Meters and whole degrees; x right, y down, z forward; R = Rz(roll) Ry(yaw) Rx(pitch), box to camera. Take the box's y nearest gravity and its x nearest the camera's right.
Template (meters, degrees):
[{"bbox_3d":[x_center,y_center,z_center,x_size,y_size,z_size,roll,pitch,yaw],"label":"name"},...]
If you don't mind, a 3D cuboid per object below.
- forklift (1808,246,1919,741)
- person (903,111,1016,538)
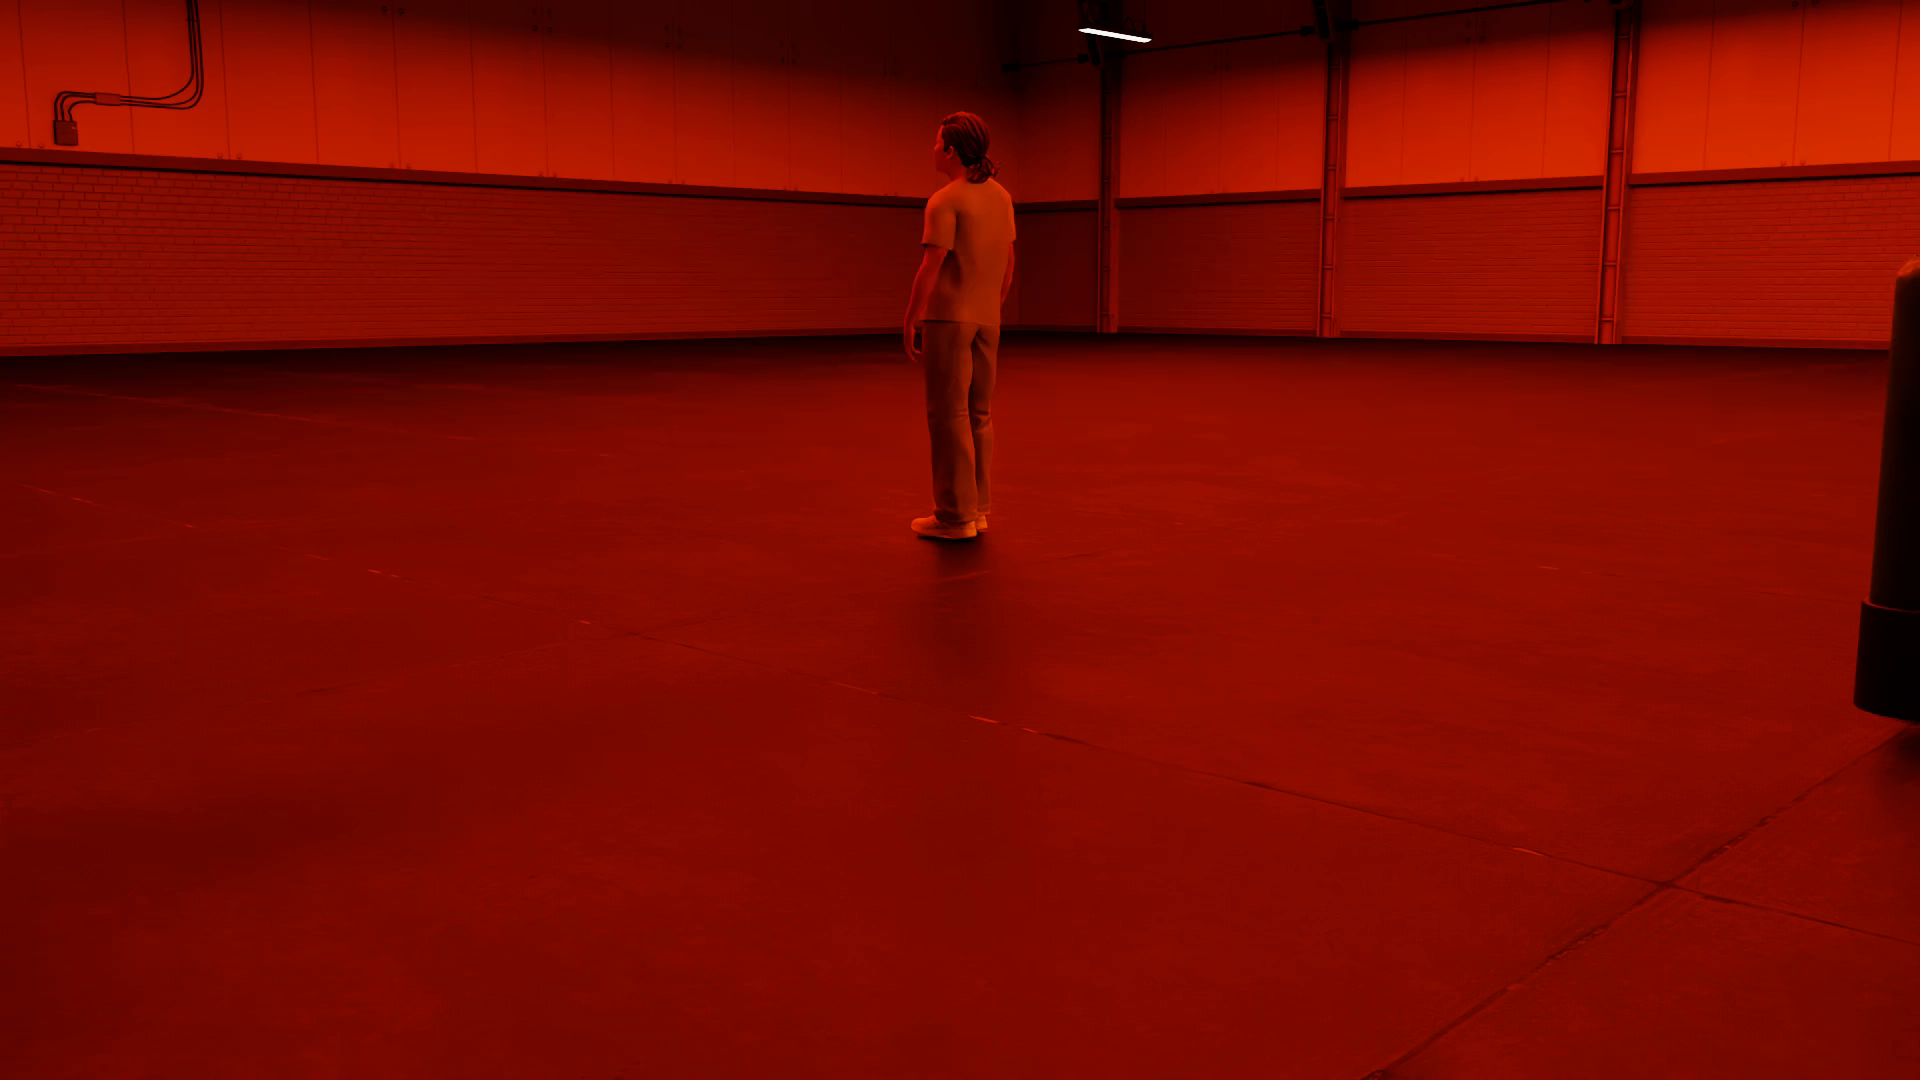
[{"bbox_3d":[3.293,-0.894,2.807,1.130,2.935,3.031,-7,11,-41],"label":"forklift"},{"bbox_3d":[-0.049,-0.819,6.662,0.532,1.618,0.549,8,12,43],"label":"person"}]
